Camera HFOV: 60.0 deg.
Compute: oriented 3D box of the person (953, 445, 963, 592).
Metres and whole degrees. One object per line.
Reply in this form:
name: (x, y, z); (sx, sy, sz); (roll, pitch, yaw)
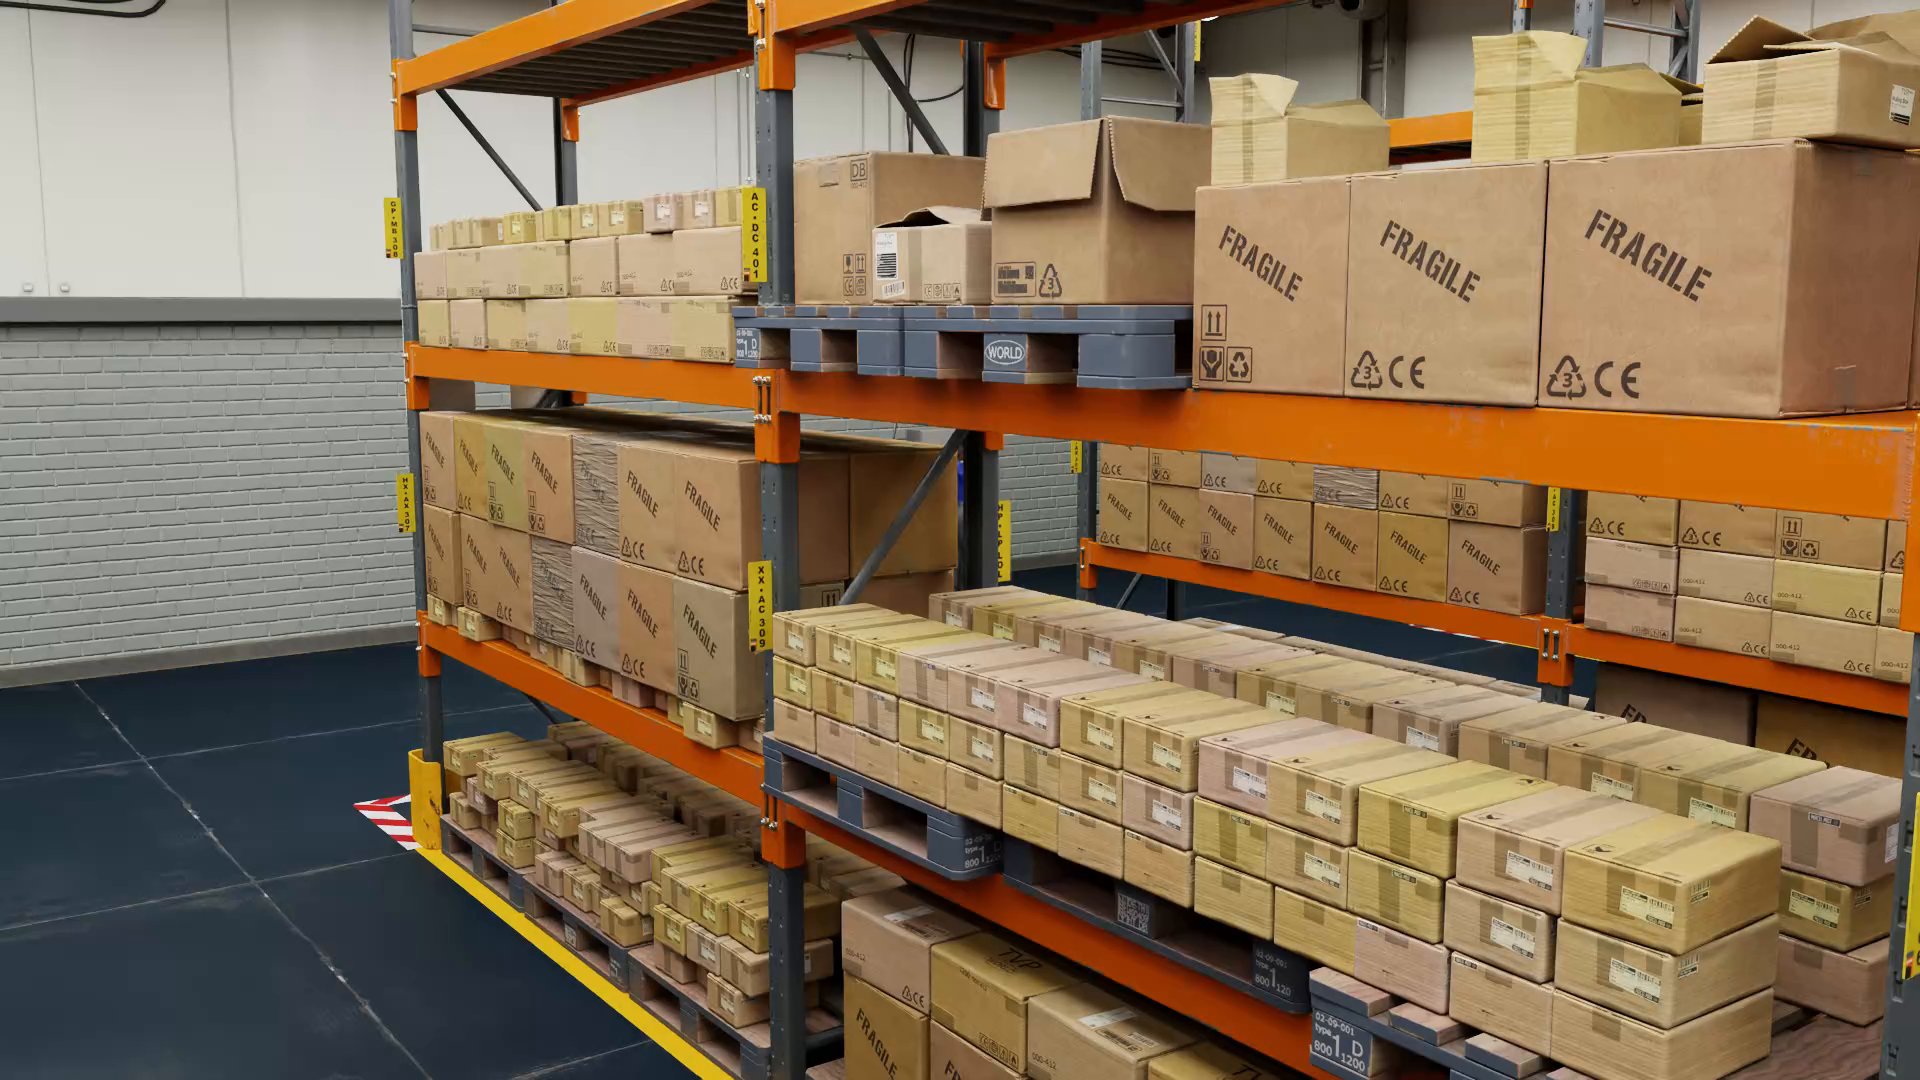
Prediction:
person: (0.071, -0.233, 17.551); (0.518, 1.650, 0.451); (-6, 10, -35)
